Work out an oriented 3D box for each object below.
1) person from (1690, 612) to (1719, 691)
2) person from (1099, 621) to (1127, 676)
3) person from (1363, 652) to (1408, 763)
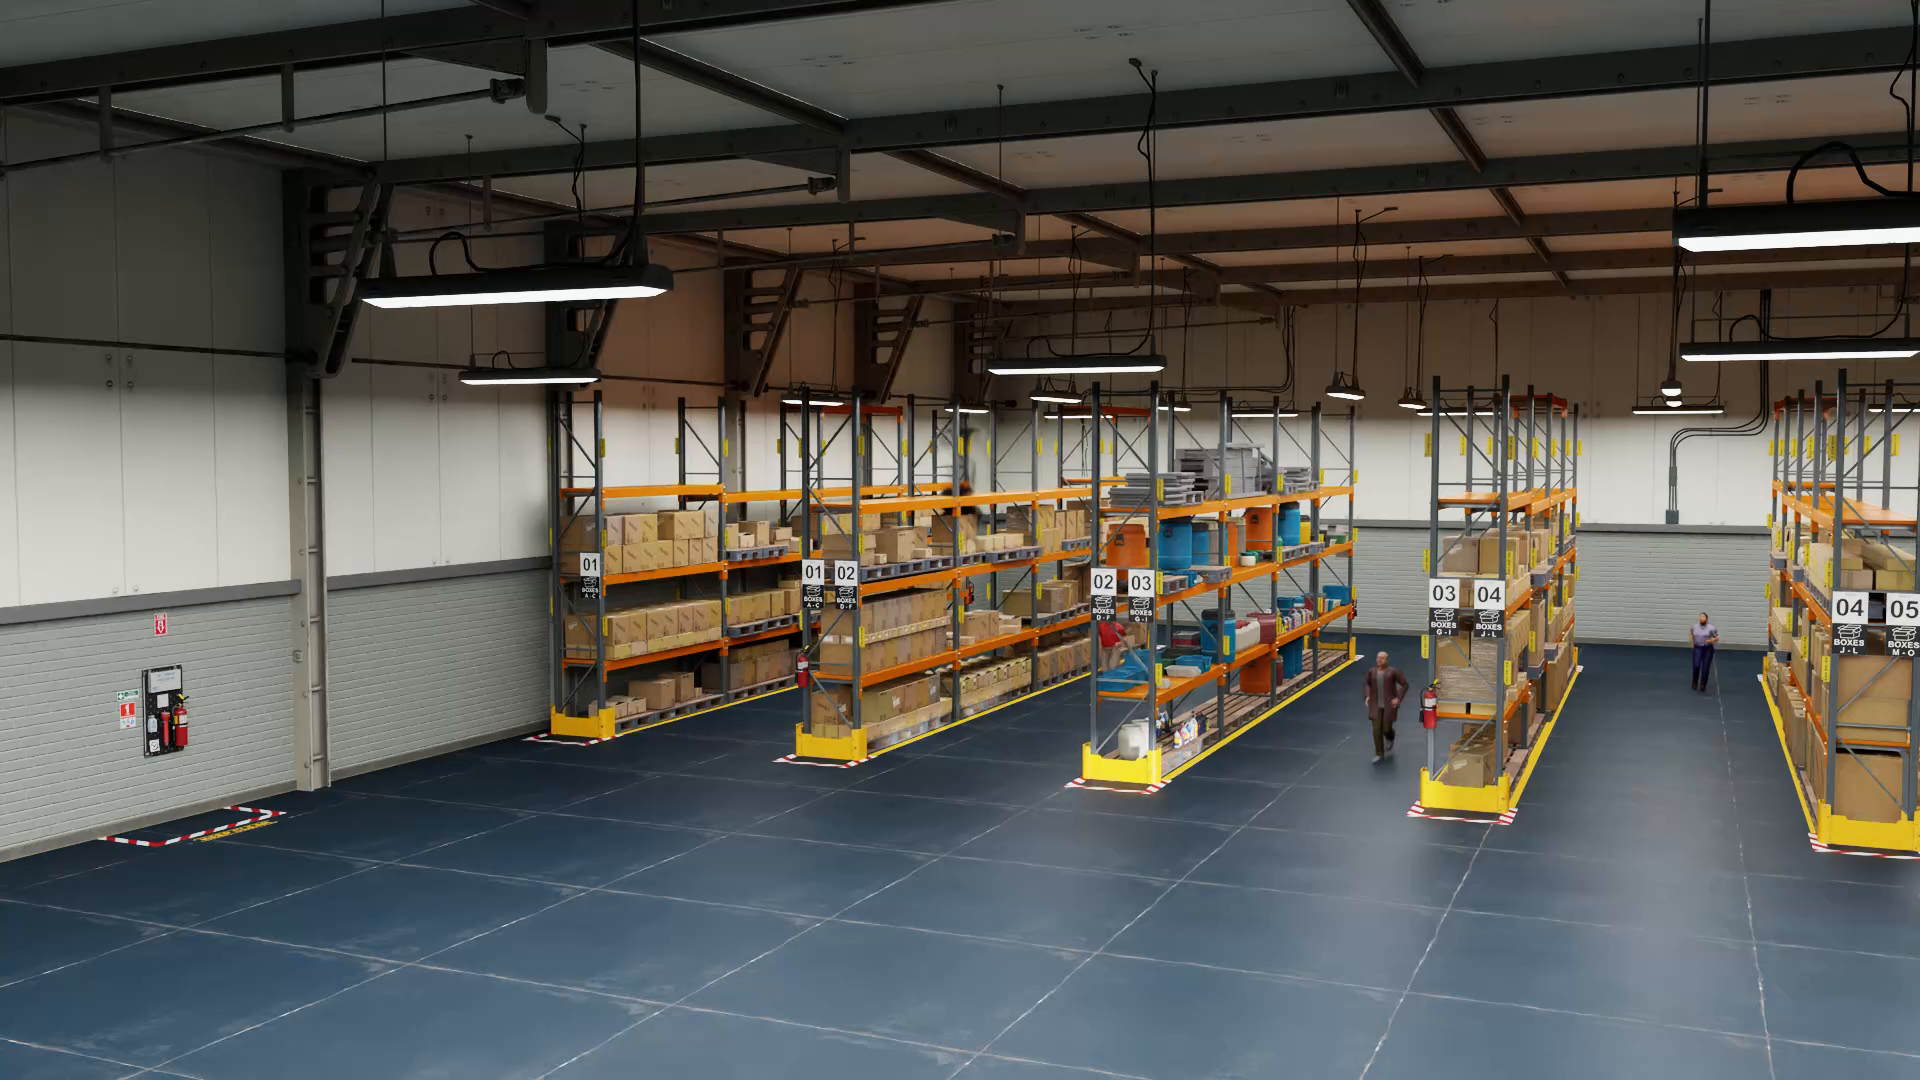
[{"bbox_3d":[15.287,2.306,34.210,0.580,1.638,0.638,2,4,31],"label":"person"},{"bbox_3d":[3.065,2.296,33.793,0.649,1.697,0.629,1,3,16],"label":"person"},{"bbox_3d":[6.826,2.665,26.668,0.730,1.773,0.755,2,4,32],"label":"person"}]
